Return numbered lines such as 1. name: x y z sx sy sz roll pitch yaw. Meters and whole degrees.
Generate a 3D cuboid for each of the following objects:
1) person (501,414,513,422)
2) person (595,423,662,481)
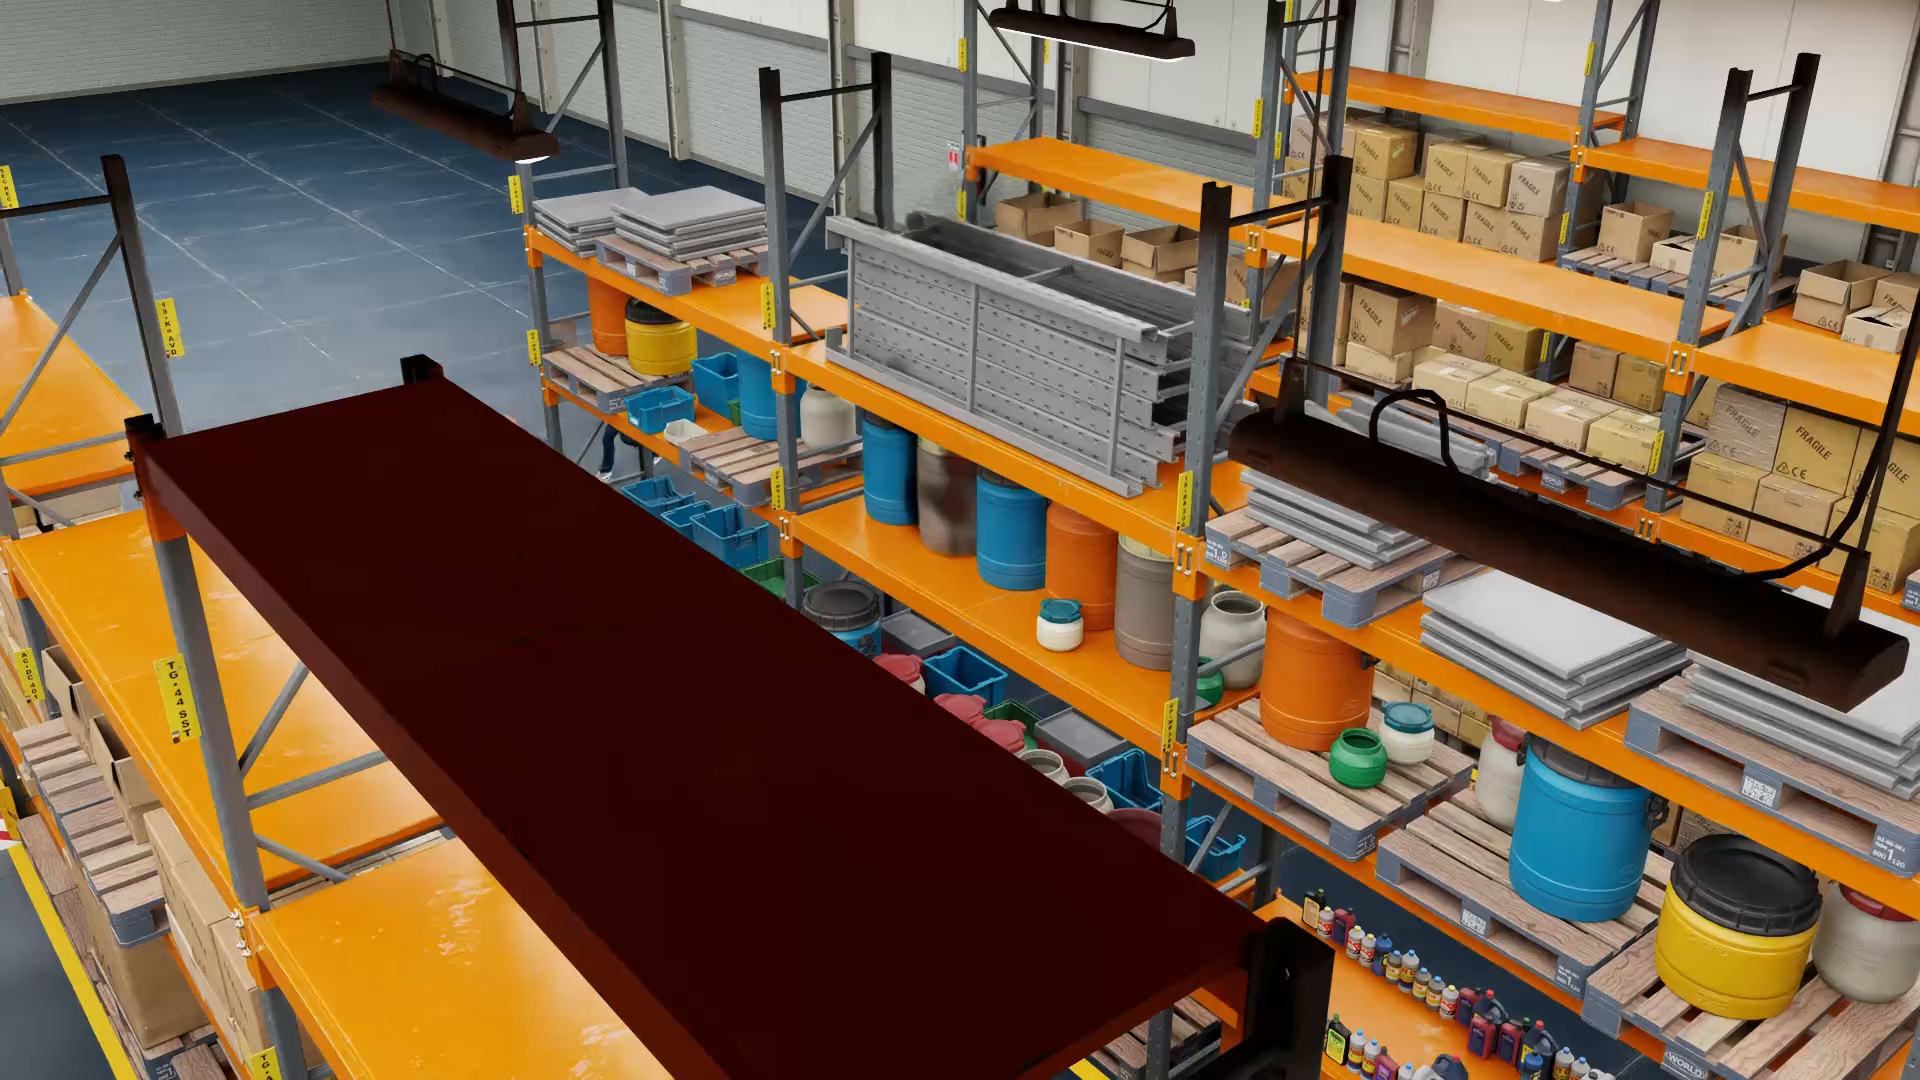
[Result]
1. person: -4.704 -0.490 17.351 0.688 1.741 0.681 0 26 0
2. person: -3.960 -1.448 19.427 0.860 1.600 0.548 -4 26 -8
